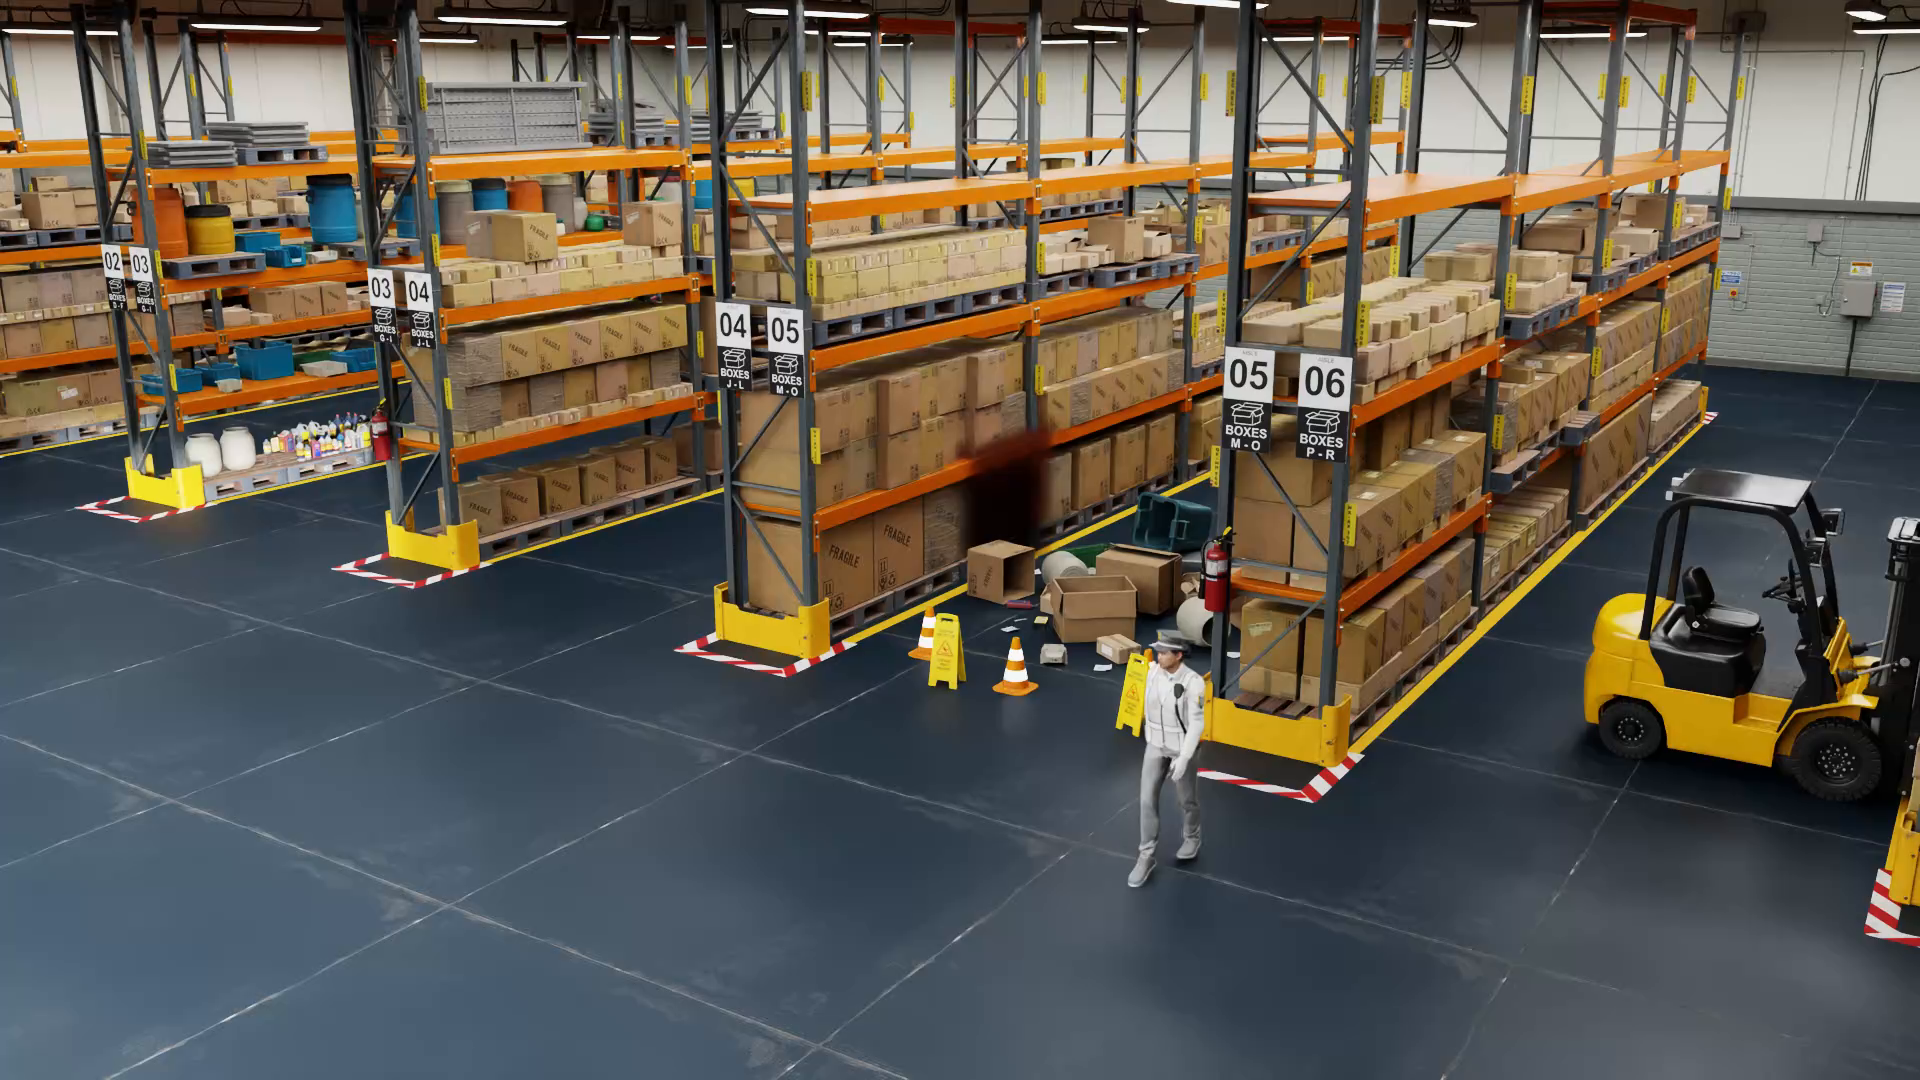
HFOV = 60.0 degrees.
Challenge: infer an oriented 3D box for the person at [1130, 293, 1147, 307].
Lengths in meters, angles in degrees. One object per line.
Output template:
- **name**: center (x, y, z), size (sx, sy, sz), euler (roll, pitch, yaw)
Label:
- **person**: center (2.964, -3.448, 28.292), size (0.538, 1.776, 0.627), euler (-1, 16, -5)

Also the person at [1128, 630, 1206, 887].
- **person**: center (1.385, 1.414, 11.057), size (0.508, 1.694, 0.751), euler (10, 19, 33)
